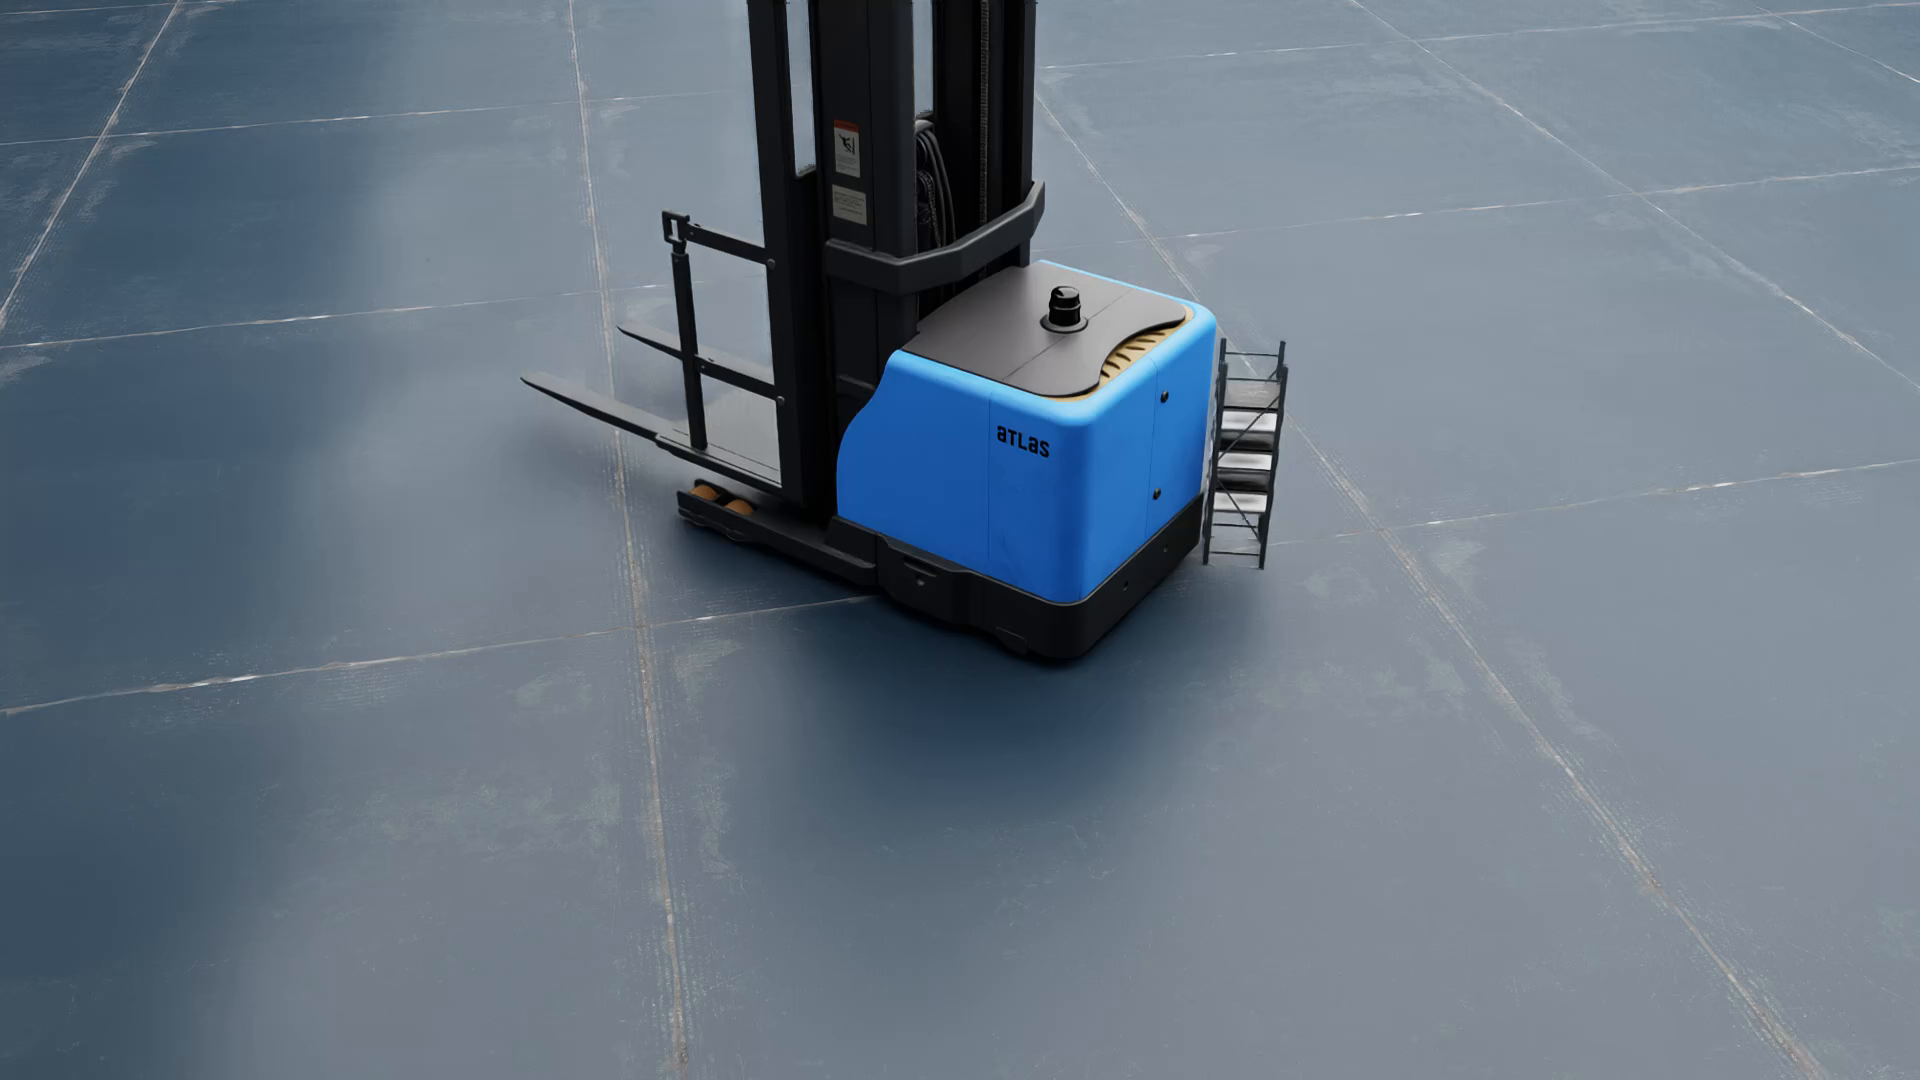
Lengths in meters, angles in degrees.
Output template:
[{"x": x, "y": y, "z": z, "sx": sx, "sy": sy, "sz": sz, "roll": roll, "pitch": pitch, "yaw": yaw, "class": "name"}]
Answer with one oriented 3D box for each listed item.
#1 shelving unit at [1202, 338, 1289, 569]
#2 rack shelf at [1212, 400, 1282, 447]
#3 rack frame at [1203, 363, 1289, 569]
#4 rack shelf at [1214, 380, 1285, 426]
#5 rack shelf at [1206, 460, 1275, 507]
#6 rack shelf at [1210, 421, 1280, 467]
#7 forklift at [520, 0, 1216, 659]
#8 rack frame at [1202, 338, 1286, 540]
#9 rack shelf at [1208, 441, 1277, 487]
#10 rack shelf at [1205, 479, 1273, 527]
[{"x": 1.093, "y": -0.324, "z": 6.425, "sx": 0.258, "sy": 0.900, "sz": 0.210, "roll": 4, "pitch": 34, "yaw": 5, "class": "shelving unit"}, {"x": 1.093, "y": -0.446, "z": 6.343, "sx": 0.258, "sy": 0.077, "sz": 0.200, "roll": 4, "pitch": 34, "yaw": 5, "class": "rack shelf"}, {"x": 1.082, "y": -0.267, "z": 6.341, "sx": 0.240, "sy": 0.900, "sz": 0.006, "roll": 4, "pitch": 34, "yaw": 5, "class": "rack frame"}, {"x": 1.093, "y": -0.520, "z": 6.293, "sx": 0.258, "sy": 0.077, "sz": 0.200, "roll": 4, "pitch": 34, "yaw": 5, "class": "rack shelf"}, {"x": 1.093, "y": -0.221, "z": 6.494, "sx": 0.258, "sy": 0.077, "sz": 0.200, "roll": 4, "pitch": 34, "yaw": 5, "class": "rack shelf"}, {"x": 1.093, "y": -0.371, "z": 6.393, "sx": 0.258, "sy": 0.077, "sz": 0.200, "roll": 4, "pitch": 34, "yaw": 5, "class": "rack shelf"}, {"x": -0.542, "y": -1.430, "z": 6.250, "sx": 3.031, "sy": 2.935, "sz": 1.130, "roll": 21, "pitch": 39, "yaw": 29, "class": "forklift"}, {"x": 1.105, "y": -0.380, "z": 6.509, "sx": 0.240, "sy": 0.900, "sz": 0.006, "roll": 4, "pitch": 34, "yaw": 5, "class": "rack frame"}, {"x": 1.093, "y": -0.296, "z": 6.443, "sx": 0.258, "sy": 0.077, "sz": 0.200, "roll": 4, "pitch": 34, "yaw": 5, "class": "rack shelf"}, {"x": 1.093, "y": -0.147, "z": 6.544, "sx": 0.258, "sy": 0.077, "sz": 0.200, "roll": 4, "pitch": 34, "yaw": 5, "class": "rack shelf"}]
